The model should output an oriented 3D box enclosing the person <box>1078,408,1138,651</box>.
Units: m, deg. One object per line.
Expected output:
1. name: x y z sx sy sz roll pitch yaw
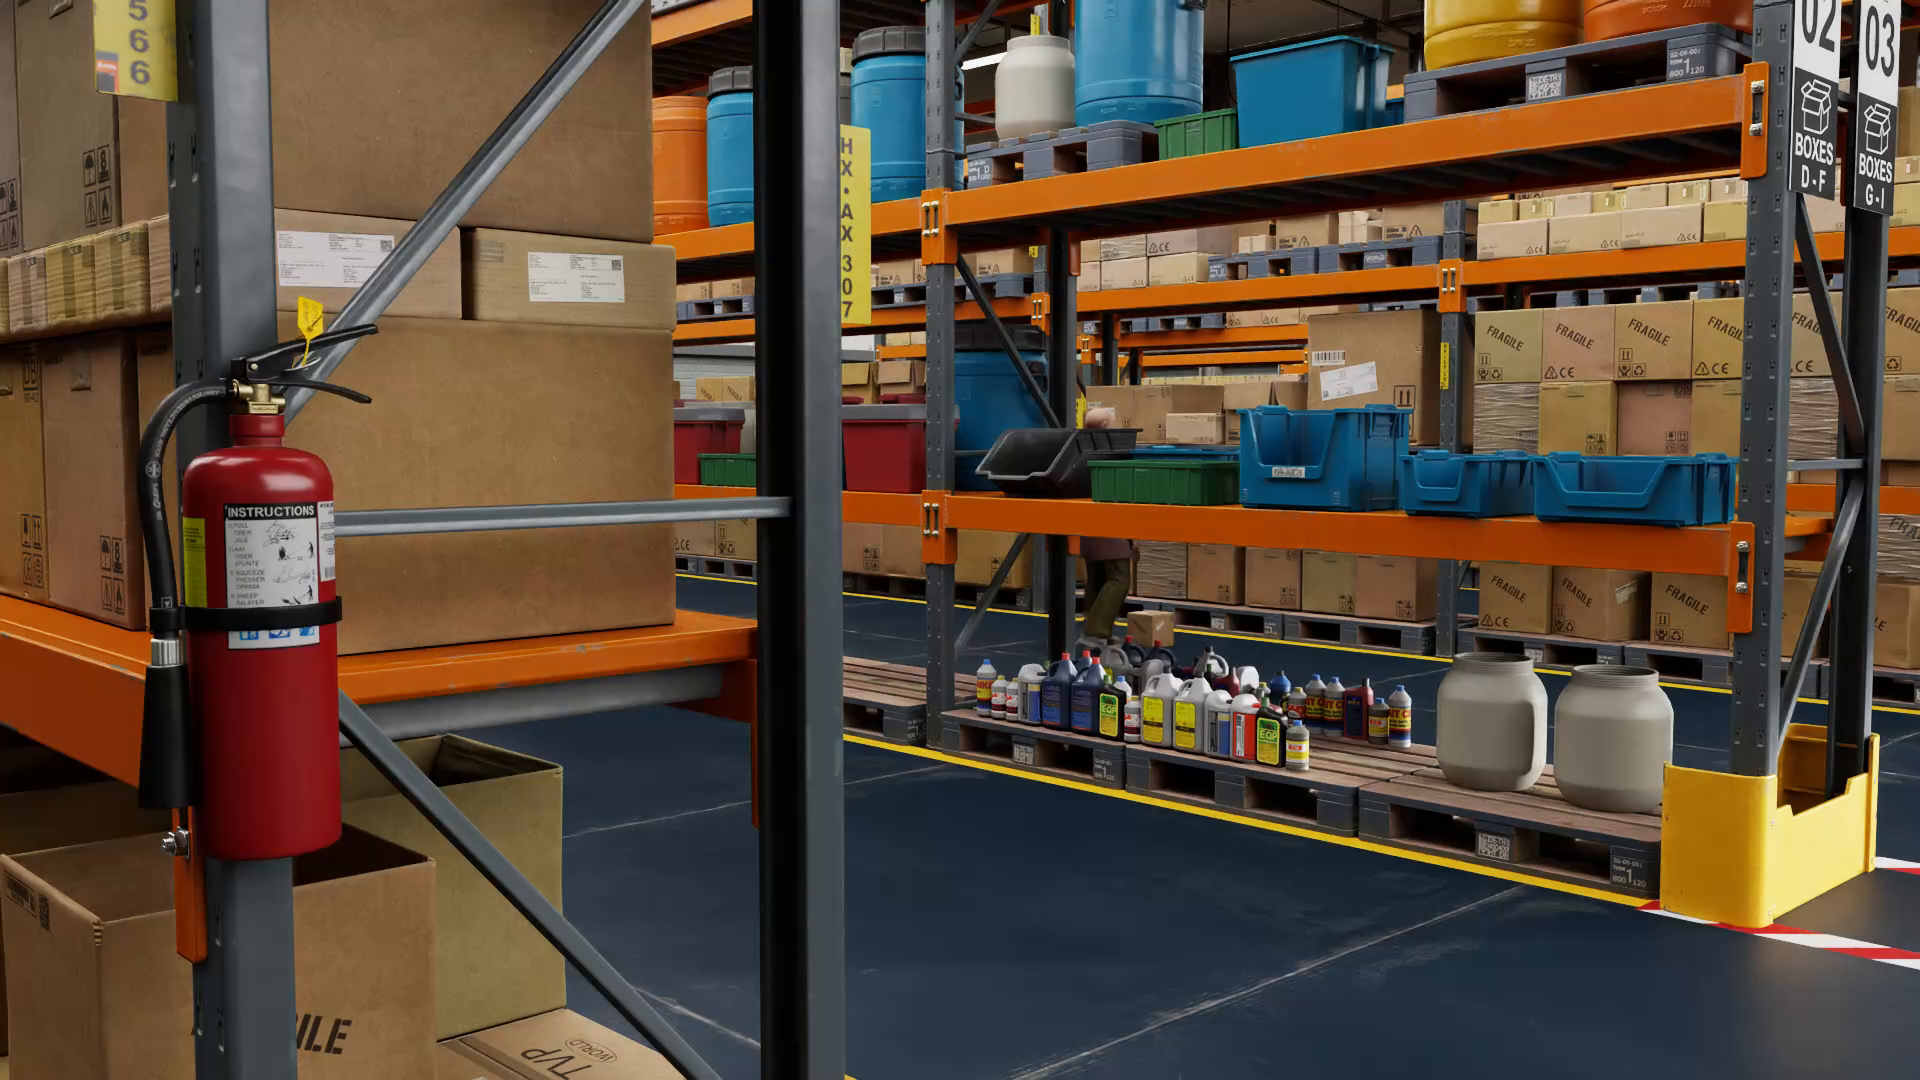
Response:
1. person: 1.040 -0.075 12.141 0.540 1.777 0.631 -3 5 -36
